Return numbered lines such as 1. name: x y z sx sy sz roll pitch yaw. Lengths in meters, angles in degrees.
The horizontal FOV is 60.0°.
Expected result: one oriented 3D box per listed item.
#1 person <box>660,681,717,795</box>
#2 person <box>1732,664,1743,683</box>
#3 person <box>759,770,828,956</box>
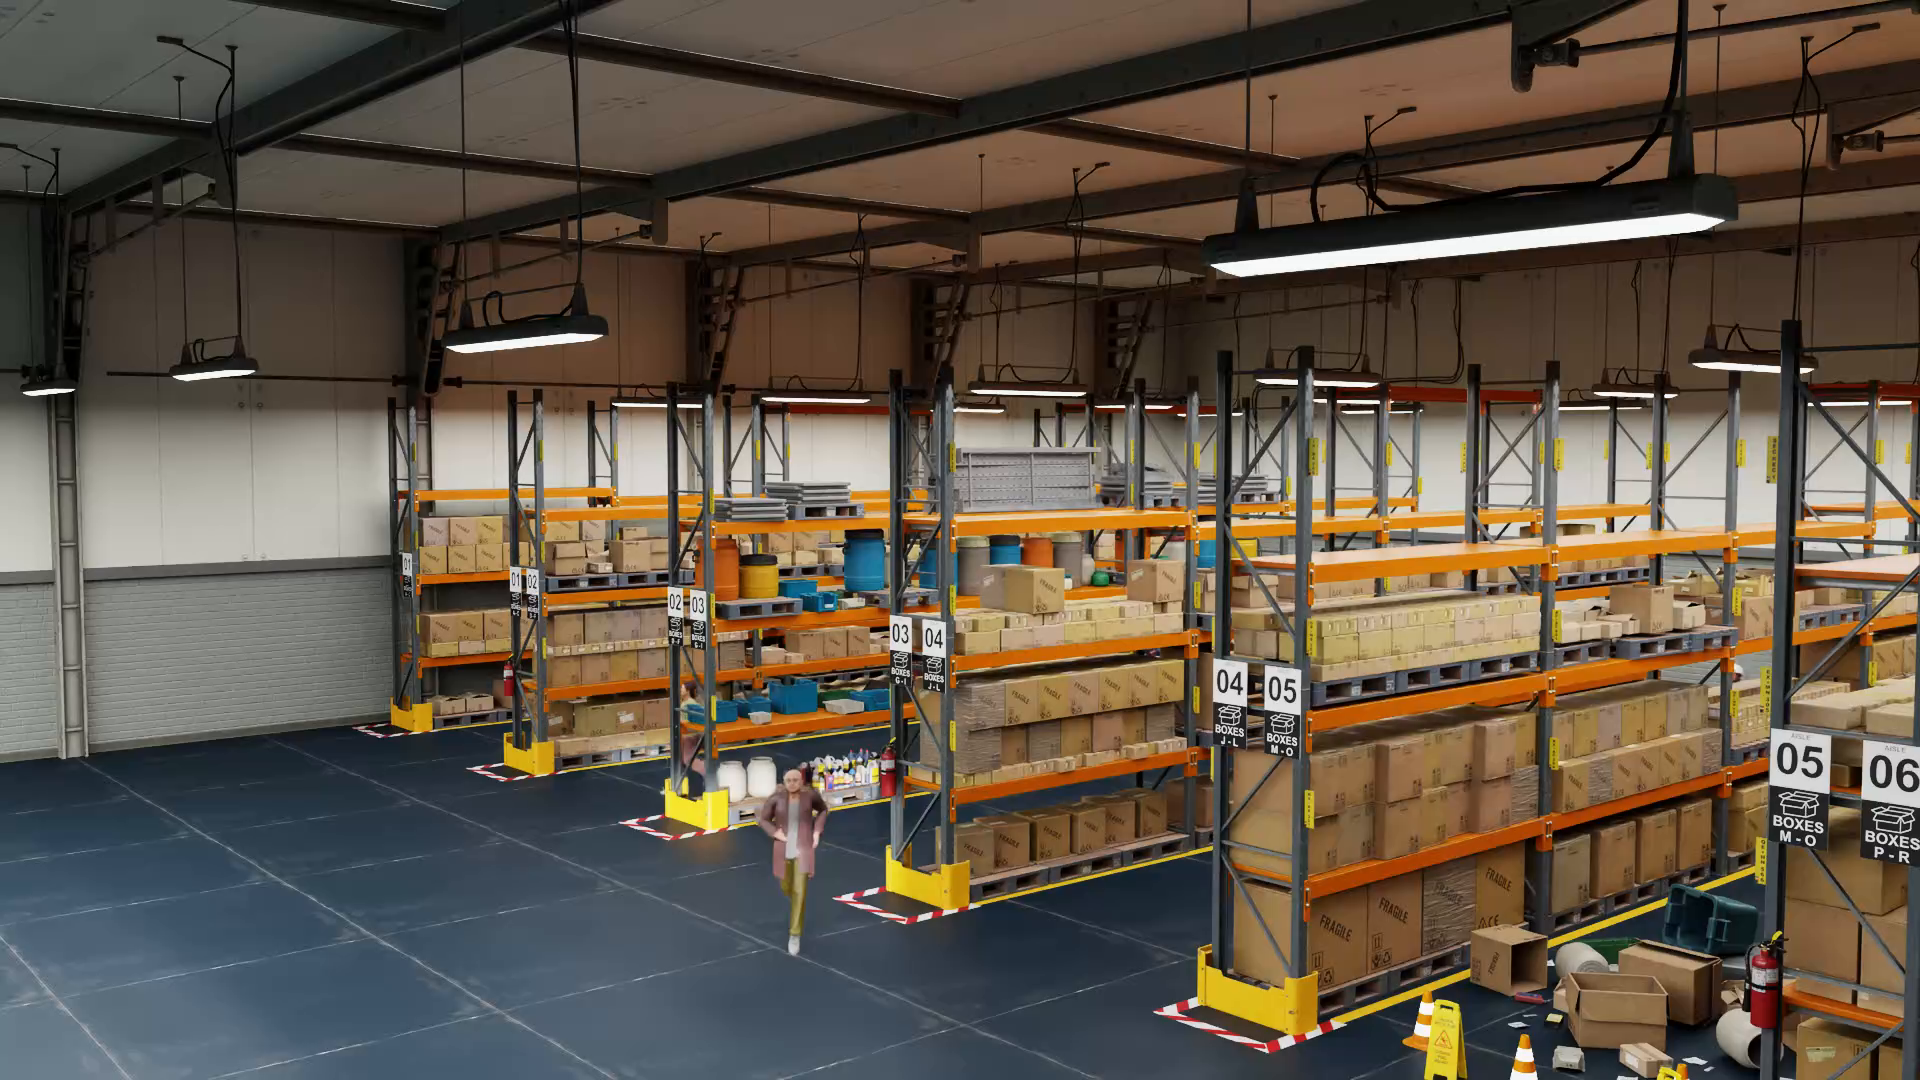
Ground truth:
1. person: -4.014 2.910 24.508 0.811 1.669 0.590 -2 4 -31
2. person: 11.803 2.771 25.402 0.964 1.756 0.669 -3 4 -37
3. person: -1.747 3.272 17.319 0.670 1.801 1.207 0 3 7
